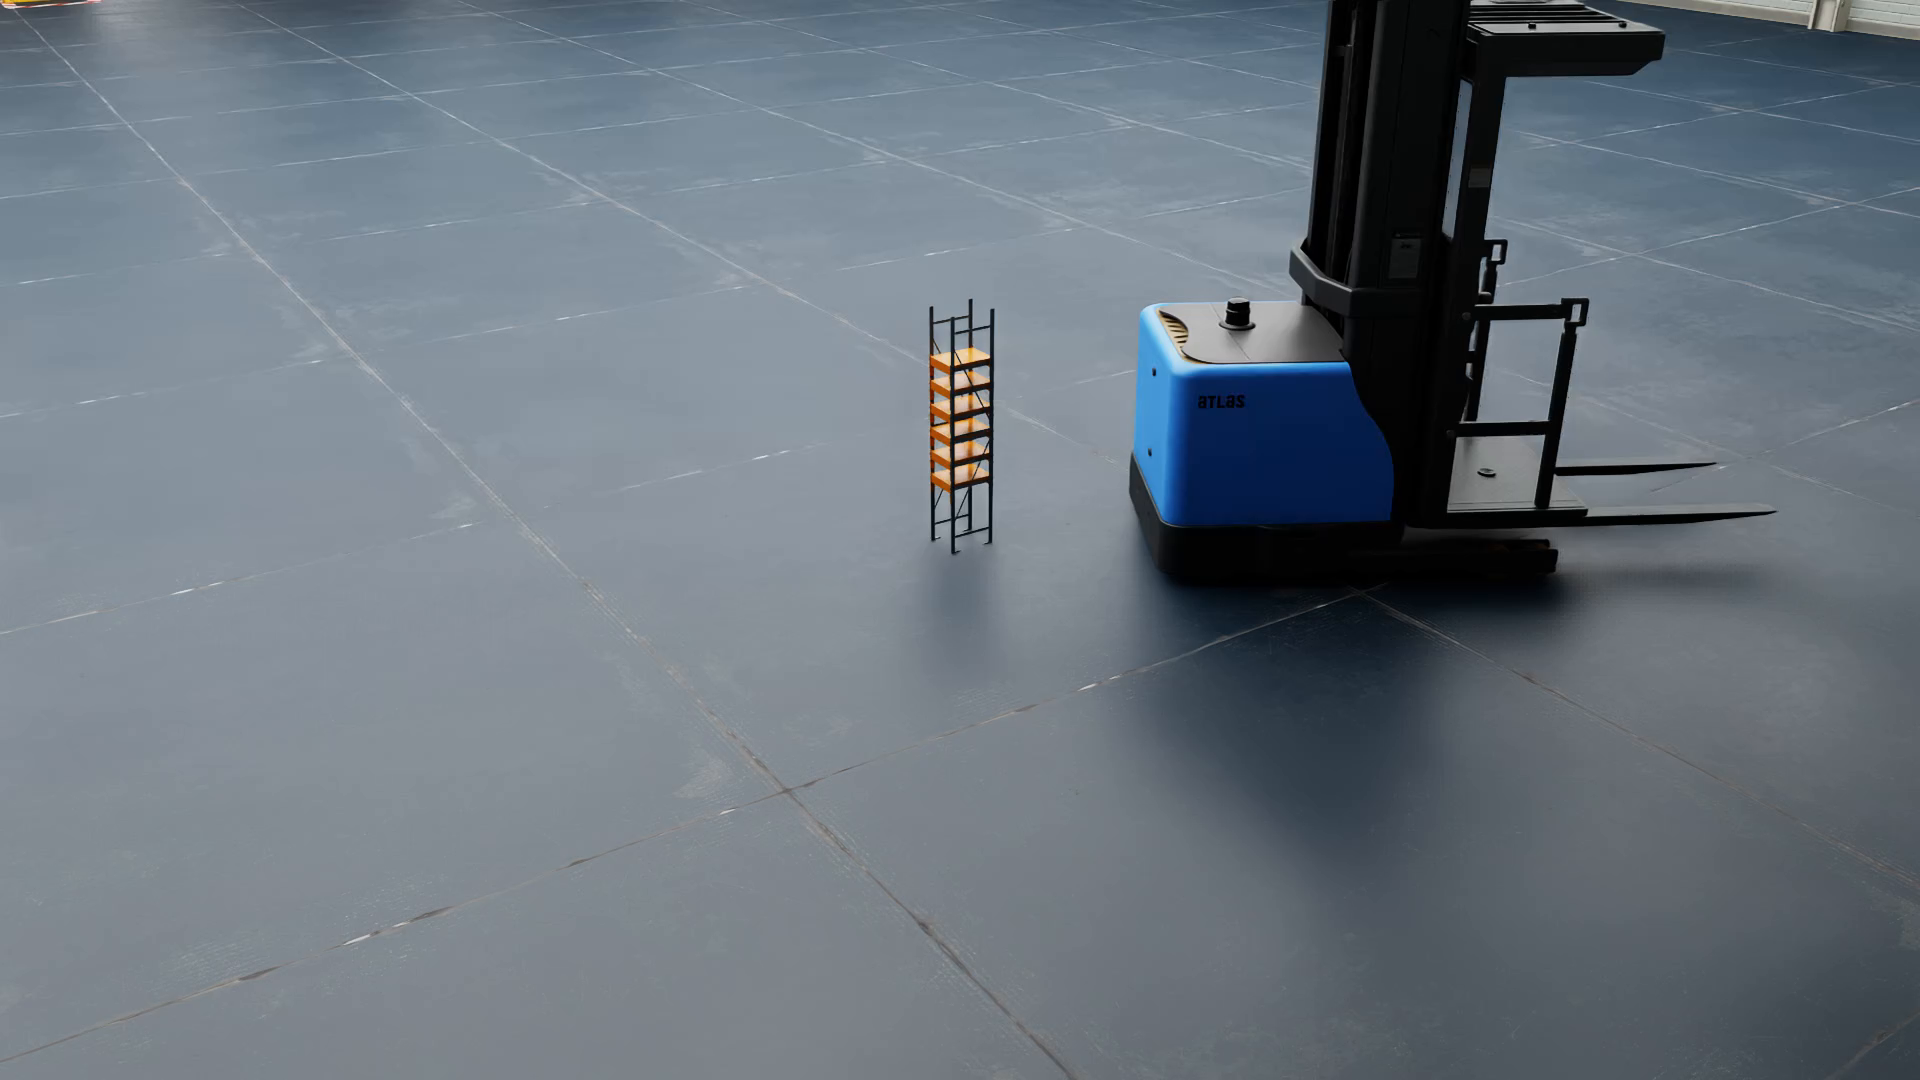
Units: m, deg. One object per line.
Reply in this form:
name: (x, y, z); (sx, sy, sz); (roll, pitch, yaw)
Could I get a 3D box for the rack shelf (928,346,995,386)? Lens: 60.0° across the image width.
rack shelf: (0.008, -0.823, 7.848); (0.258, 0.103, 0.180); (-16, 29, -30)

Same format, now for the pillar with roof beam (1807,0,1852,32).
pillar with roof beam: (8.689, -10.310, 19.549); (9.100, 9.000, 0.400); (-16, 29, -30)

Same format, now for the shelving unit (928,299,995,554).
shelving unit: (0.008, -0.537, 7.983); (0.258, 1.200, 0.189); (-16, 29, -30)

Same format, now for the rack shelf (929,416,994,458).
rack shelf: (0.008, -0.497, 8.002); (0.258, 0.103, 0.180); (-16, 29, -30)

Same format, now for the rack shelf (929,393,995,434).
rack shelf: (0.008, -0.606, 7.951); (0.258, 0.103, 0.180); (-16, 29, -30)

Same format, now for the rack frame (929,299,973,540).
rack frame: (-0.042, -0.570, 8.052); (0.240, 1.200, 0.006); (-16, 29, -30)

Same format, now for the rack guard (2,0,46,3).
rack guard: (-14.596, -8.844, 26.398); (1.175, 0.500, 0.348); (-16, 29, -30)

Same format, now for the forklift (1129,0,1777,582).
forklift: (2.412, -1.363, 7.704); (3.031, 2.935, 1.130); (-2, 25, -3)

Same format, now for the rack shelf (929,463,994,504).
rack shelf: (0.008, -0.280, 8.104); (0.258, 0.103, 0.180); (-16, 29, -30)

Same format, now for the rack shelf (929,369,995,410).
rack shelf: (0.008, -0.714, 7.899); (0.258, 0.103, 0.180); (-16, 29, -30)

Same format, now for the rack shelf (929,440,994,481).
rack shelf: (0.008, -0.389, 8.053); (0.258, 0.103, 0.180); (-16, 29, -30)

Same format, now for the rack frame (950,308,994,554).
rack frame: (0.058, -0.505, 7.914); (0.240, 1.200, 0.006); (-16, 29, -30)
